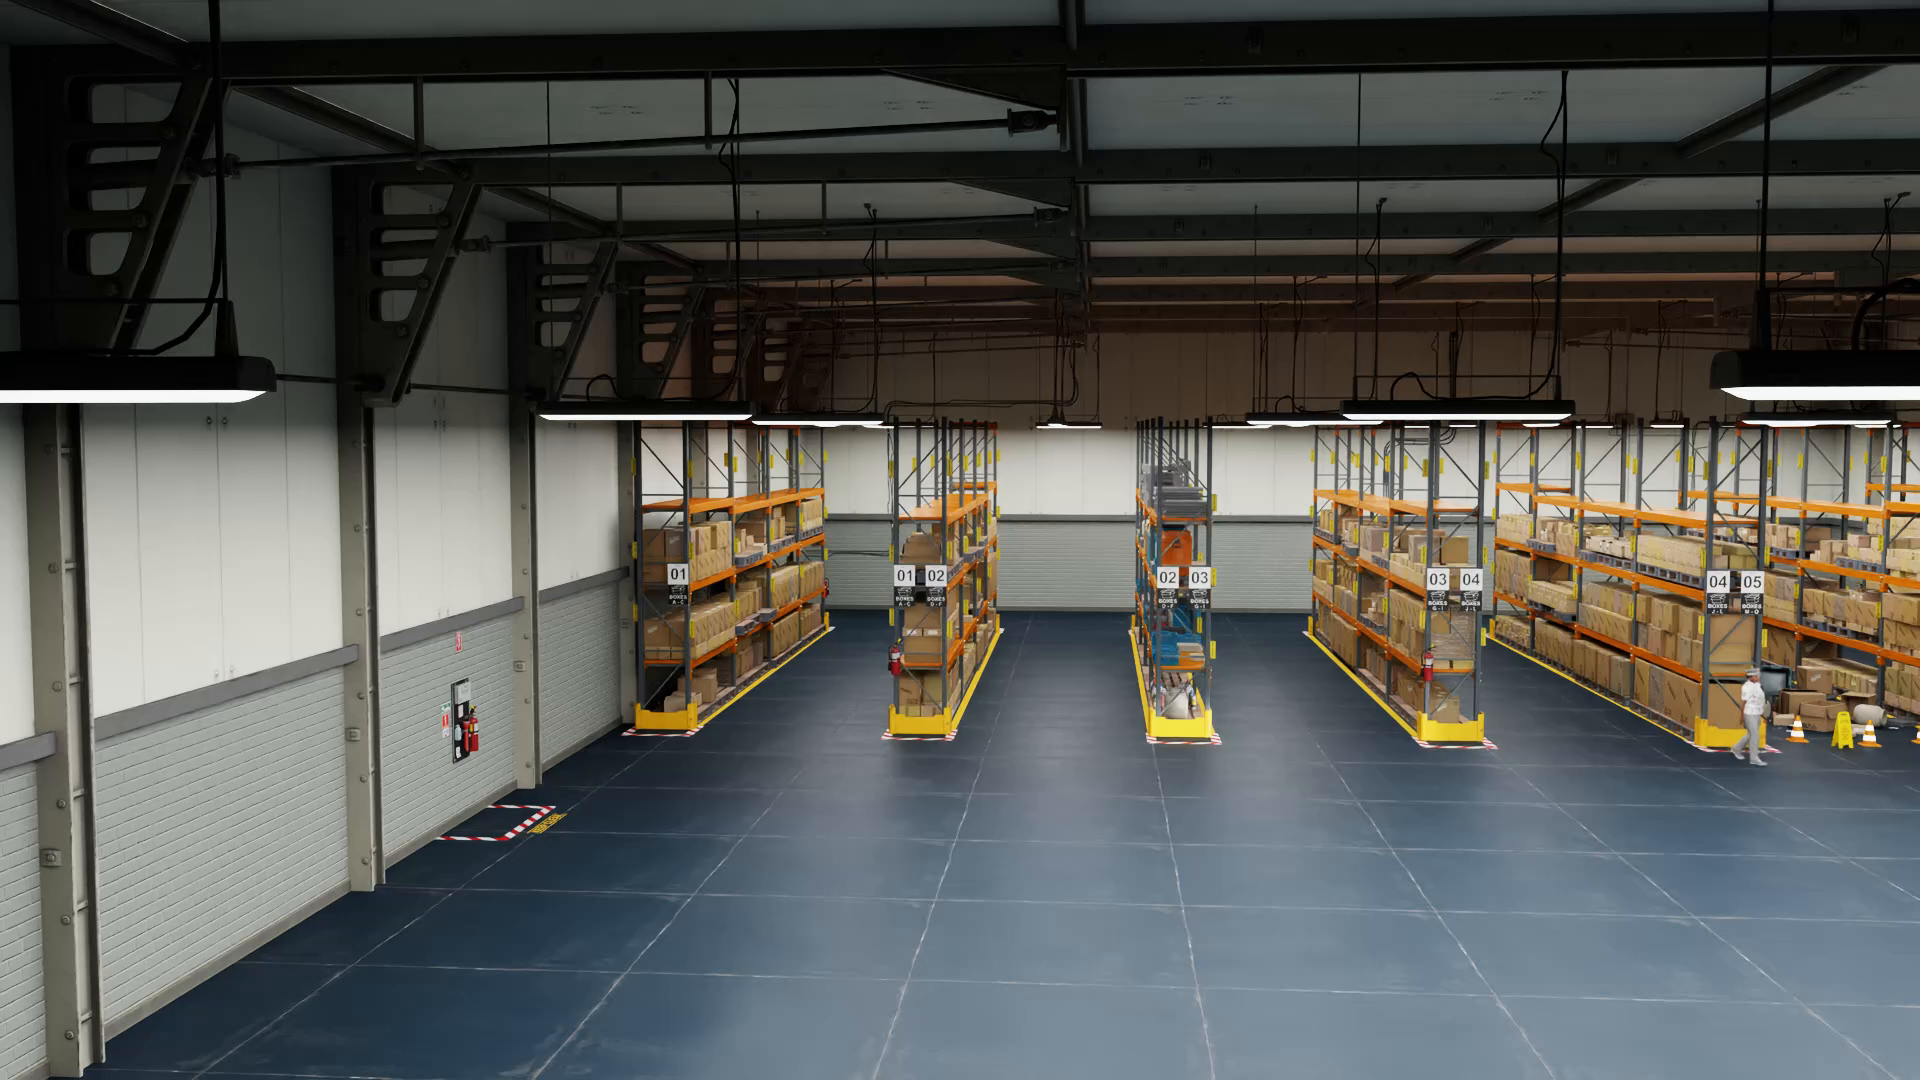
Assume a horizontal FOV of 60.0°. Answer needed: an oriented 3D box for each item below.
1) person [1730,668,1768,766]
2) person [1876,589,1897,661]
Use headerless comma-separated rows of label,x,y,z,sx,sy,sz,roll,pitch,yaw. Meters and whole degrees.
person,13.627,3.010,28.673,0.470,1.665,0.756,-3,5,-36
person,23.263,2.130,41.481,0.536,1.791,0.531,-1,4,-20
